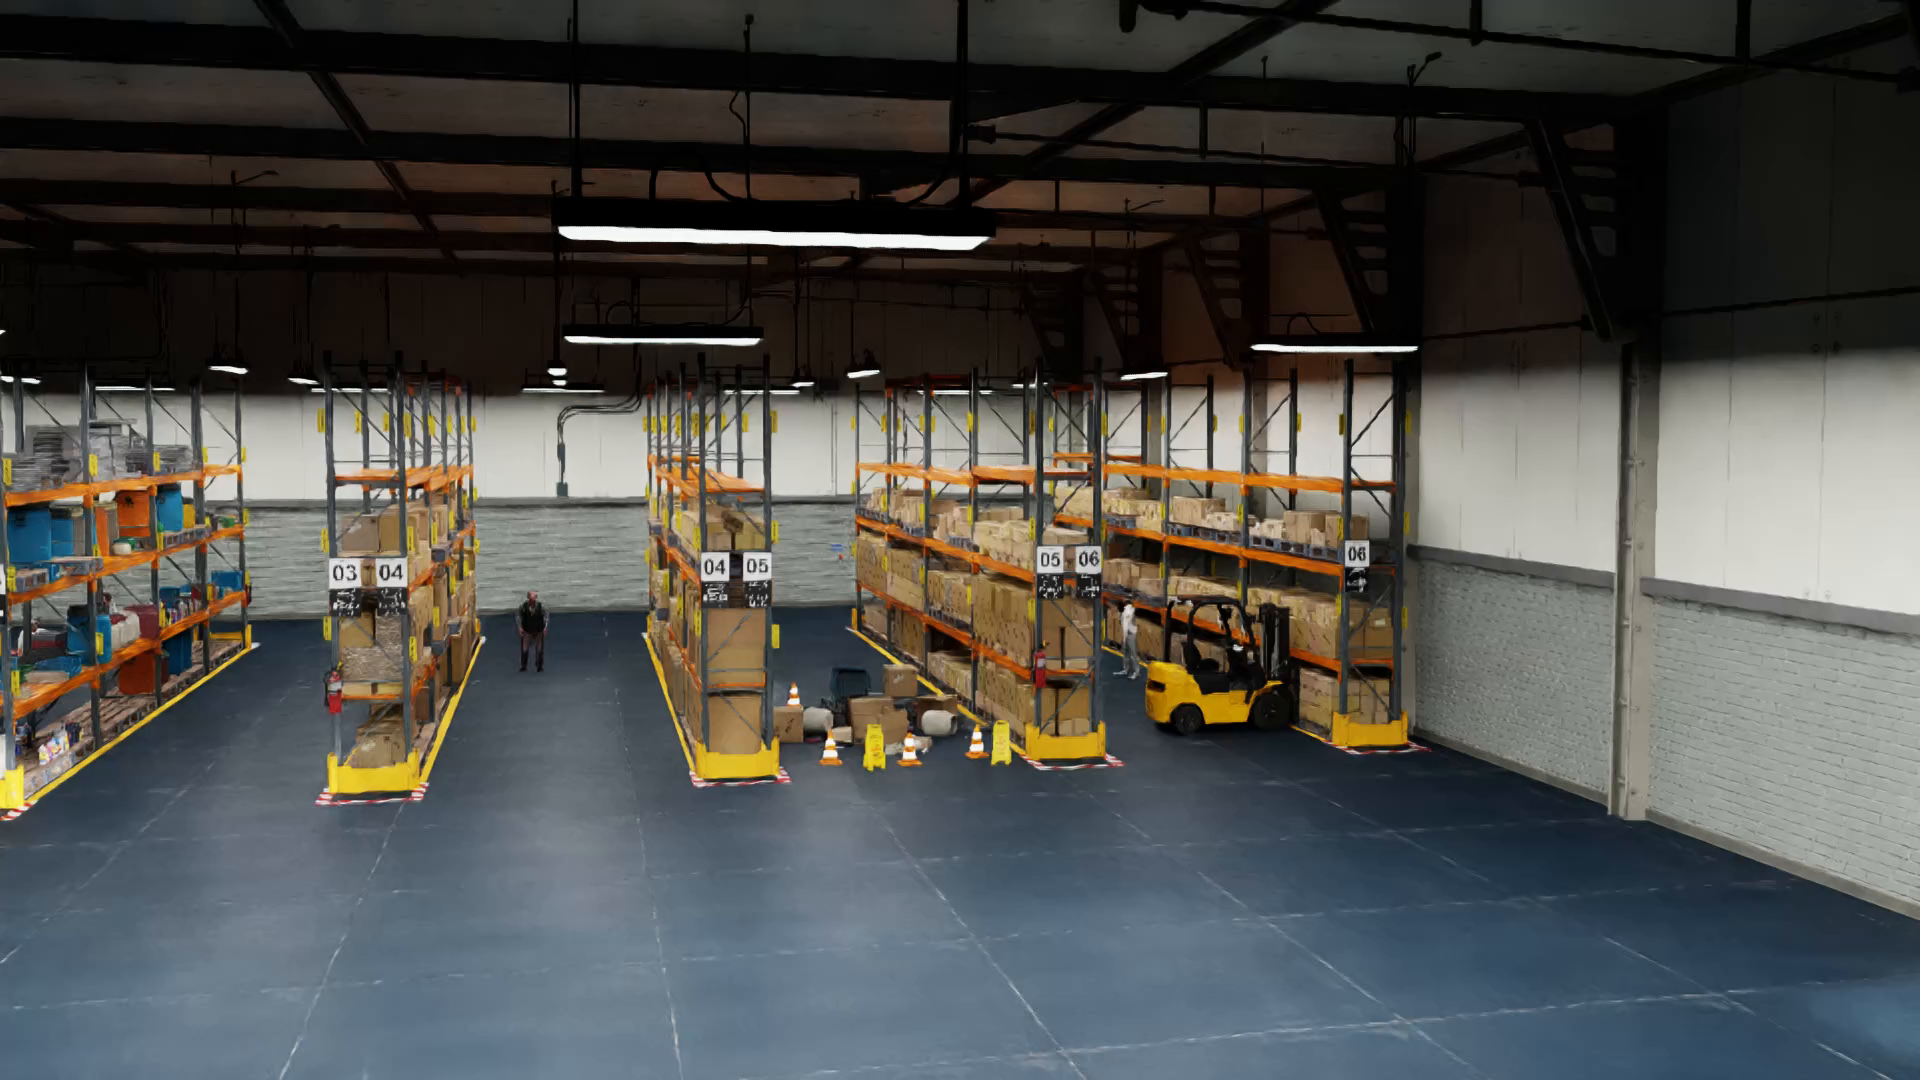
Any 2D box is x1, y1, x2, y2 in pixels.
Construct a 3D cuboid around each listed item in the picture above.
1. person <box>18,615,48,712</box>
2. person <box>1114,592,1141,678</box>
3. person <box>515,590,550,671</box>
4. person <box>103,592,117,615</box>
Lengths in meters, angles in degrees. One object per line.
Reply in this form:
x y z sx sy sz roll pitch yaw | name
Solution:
-16.118 2.128 28.965 0.544 1.672 1.111 -1 4 -10 | person
3.313 1.870 32.848 0.551 1.664 0.573 1 4 10 | person
-8.634 1.837 33.603 0.677 1.674 0.534 -1 4 -15 | person
-17.681 1.831 34.484 0.417 1.517 1.037 -1 4 -11 | person
